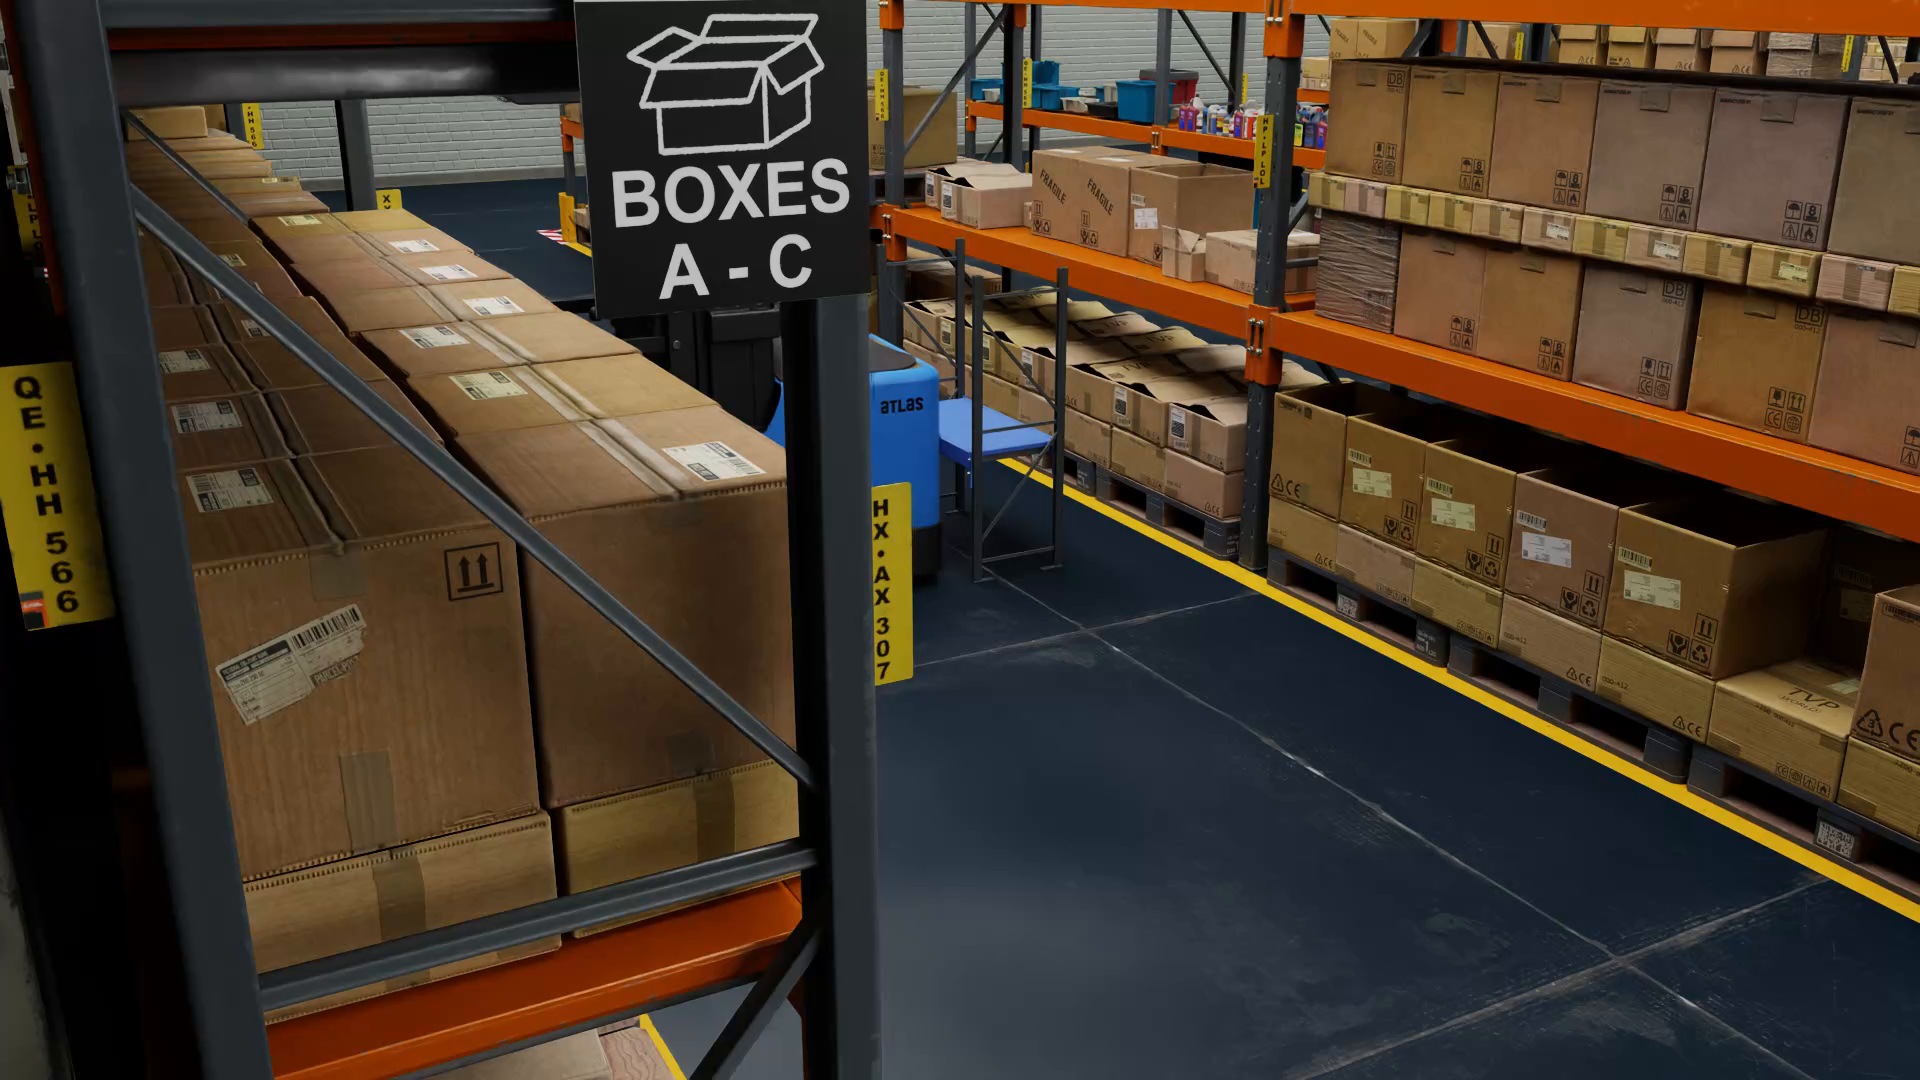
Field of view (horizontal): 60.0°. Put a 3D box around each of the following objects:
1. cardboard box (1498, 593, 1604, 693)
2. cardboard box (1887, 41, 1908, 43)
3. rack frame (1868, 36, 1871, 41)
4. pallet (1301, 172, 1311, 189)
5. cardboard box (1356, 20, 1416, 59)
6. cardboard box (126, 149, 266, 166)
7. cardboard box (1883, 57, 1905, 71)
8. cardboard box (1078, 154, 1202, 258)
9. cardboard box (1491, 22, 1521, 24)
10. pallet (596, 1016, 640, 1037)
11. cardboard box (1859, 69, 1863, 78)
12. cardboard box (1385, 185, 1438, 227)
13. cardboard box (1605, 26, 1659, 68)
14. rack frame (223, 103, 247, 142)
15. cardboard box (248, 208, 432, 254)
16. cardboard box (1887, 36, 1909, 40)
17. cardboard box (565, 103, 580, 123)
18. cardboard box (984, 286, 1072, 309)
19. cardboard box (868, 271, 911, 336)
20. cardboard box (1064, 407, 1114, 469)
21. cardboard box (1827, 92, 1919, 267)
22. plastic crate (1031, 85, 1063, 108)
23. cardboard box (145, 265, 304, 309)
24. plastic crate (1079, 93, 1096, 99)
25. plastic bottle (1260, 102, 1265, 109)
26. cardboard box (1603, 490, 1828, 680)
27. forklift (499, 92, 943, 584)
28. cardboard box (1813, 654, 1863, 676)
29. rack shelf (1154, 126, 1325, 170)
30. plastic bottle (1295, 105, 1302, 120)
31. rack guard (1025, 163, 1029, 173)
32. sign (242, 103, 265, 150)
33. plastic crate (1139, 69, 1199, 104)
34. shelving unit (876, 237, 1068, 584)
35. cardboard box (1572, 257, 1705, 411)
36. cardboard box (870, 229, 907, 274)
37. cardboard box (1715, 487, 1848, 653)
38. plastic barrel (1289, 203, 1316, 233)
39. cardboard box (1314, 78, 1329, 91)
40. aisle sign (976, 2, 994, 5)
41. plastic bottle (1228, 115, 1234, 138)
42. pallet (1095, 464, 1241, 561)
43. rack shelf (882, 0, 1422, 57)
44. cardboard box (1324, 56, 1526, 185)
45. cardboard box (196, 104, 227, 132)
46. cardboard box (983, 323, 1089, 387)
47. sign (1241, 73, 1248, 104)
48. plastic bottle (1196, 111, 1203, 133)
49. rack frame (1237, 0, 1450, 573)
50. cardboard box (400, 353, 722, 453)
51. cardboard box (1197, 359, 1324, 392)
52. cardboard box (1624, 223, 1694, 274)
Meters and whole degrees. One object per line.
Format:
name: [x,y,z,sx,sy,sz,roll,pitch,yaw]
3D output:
cardboard box: [2.523,0.362,6.633,0.500,0.250,0.500,-10,21,-27]
cardboard box: [11.686,-6.119,20.672,0.380,0.149,0.250,-11,22,-28]
rack frame: [11.195,-5.920,21.266,1.000,3.000,0.127,-10,21,-27]
pallet: [5.331,-4.793,22.276,1.003,0.211,1.213,-10,21,-27]
cardboard box: [5.362,-6.282,20.940,0.500,0.500,0.500,-11,22,-28]
cardboard box: [-3.553,-1.499,7.625,0.700,0.500,0.500,-10,21,-27]
cardboard box: [11.349,-5.733,20.011,0.380,0.149,0.250,-11,22,-29]
cardboard box: [1.023,-1.916,9.510,0.500,0.500,0.500,-10,21,-27]
cardboard box: [6.553,-5.925,19.904,0.500,0.500,0.500,-10,21,-27]
pallet: [-1.563,1.274,4.694,1.003,0.211,1.213,-10,21,-27]
cardboard box: [11.114,-5.737,20.477,0.380,0.149,0.250,-10,21,-26]
cardboard box: [2.062,-1.452,7.169,0.380,0.149,0.250,-11,22,-28]
cardboard box: [7.409,-5.321,17.840,0.797,0.503,0.637,-10,21,-26]
rack frame: [-4.396,-1.731,9.126,1.000,3.000,0.127,-10,21,-27]
cardboard box: [-2.000,-0.788,5.442,0.500,0.500,0.500,-10,21,-27]
cardboard box: [14.322,-7.765,24.927,0.500,0.500,0.500,-10,21,-26]
cardboard box: [-3.858,-4.675,17.504,0.500,0.500,0.500,-9,21,-26]
cardboard box: [0.427,-1.551,11.316,0.500,0.311,0.500,-9,21,-25]
cardboard box: [-0.689,-1.758,12.361,0.500,0.500,0.500,-9,21,-25]
cardboard box: [0.927,-0.616,9.467,0.500,0.250,0.500,-9,21,-25]
cardboard box: [3.271,-1.165,5.342,0.700,0.500,0.500,-11,22,-28]
plastic crate: [0.977,-5.011,18.797,0.416,0.233,0.300,-10,21,-27]
cardboard box: [-1.983,-0.415,4.363,0.500,0.500,0.500,-9,21,-25]
plastic crate: [1.506,-5.016,18.958,0.298,0.136,0.250,-10,21,-27]
plastic bottle: [3.021,-4.155,16.226,0.144,0.351,0.185,-10,21,-27]
cardboard box: [2.756,0.151,6.093,0.500,0.500,0.500,-10,21,-27]
forklift: [-1.648,-1.124,7.473,3.031,2.935,1.130,-8,21,-22]
cardboard box: [3.461,0.567,6.037,0.500,0.250,0.500,-10,21,-27]
rack shelf: [3.373,-3.499,15.354,1.077,0.370,4.000,-10,21,-27]
plastic bottle: [3.022,-3.764,15.093,0.144,0.351,0.185,-10,21,-27]
rack guard: [0.501,-4.385,20.650,1.175,0.500,0.348,-10,21,-27]
sign: [-3.923,-2.328,9.201,0.100,0.325,0.005,-10,21,-27]
plastic crate: [2.220,-4.767,17.736,0.402,0.464,0.583,-10,21,-27]
shelving unit: [0.041,-0.684,8.393,0.538,1.500,1.048,-10,21,-27]
cardboard box: [2.813,-0.830,6.362,0.700,0.500,0.500,-9,21,-25]
cardboard box: [-0.719,-2.128,12.284,0.500,0.250,0.500,-9,21,-25]
cardboard box: [3.214,0.071,6.326,0.500,0.500,0.500,-10,21,-27]
plastic barrel: [3.192,-2.898,15.679,0.421,0.512,0.421,0,19,0]
cardboard box: [4.884,-5.984,21.836,0.380,0.149,0.250,-10,22,-27]
aisle sign: [0.228,-6.765,19.731,0.394,0.787,0.004,-10,21,-27]
plastic bottle: [2.605,-3.929,15.802,0.097,0.201,0.097,0,19,0]
pallet: [1.477,-0.238,9.075,1.003,0.211,1.213,-10,21,-27]
rack shelf: [0.911,-3.003,9.317,1.077,0.370,4.000,-10,21,-27]
cardboard box: [2.077,-1.885,7.431,0.700,0.500,0.500,-10,21,-26]
cardboard box: [-4.398,-2.461,9.453,0.500,0.250,0.500,-9,21,-25]
cardboard box: [0.449,-1.171,10.215,0.500,0.311,0.500,-11,22,-28]
sign: [2.908,-4.629,17.101,0.100,0.325,0.005,-10,21,-27]
plastic bottle: [2.356,-4.080,16.238,0.097,0.201,0.097,0,19,0]
rack frame: [1.861,-1.351,8.025,1.000,3.000,0.127,-10,21,-27]
cardboard box: [-0.785,-0.054,3.317,0.500,0.500,0.500,-10,21,-27]
cardboard box: [1.651,-0.817,9.188,0.500,0.311,0.500,-10,22,-27]
cardboard box: [2.673,-1.082,6.097,0.380,0.149,0.250,-10,22,-27]
